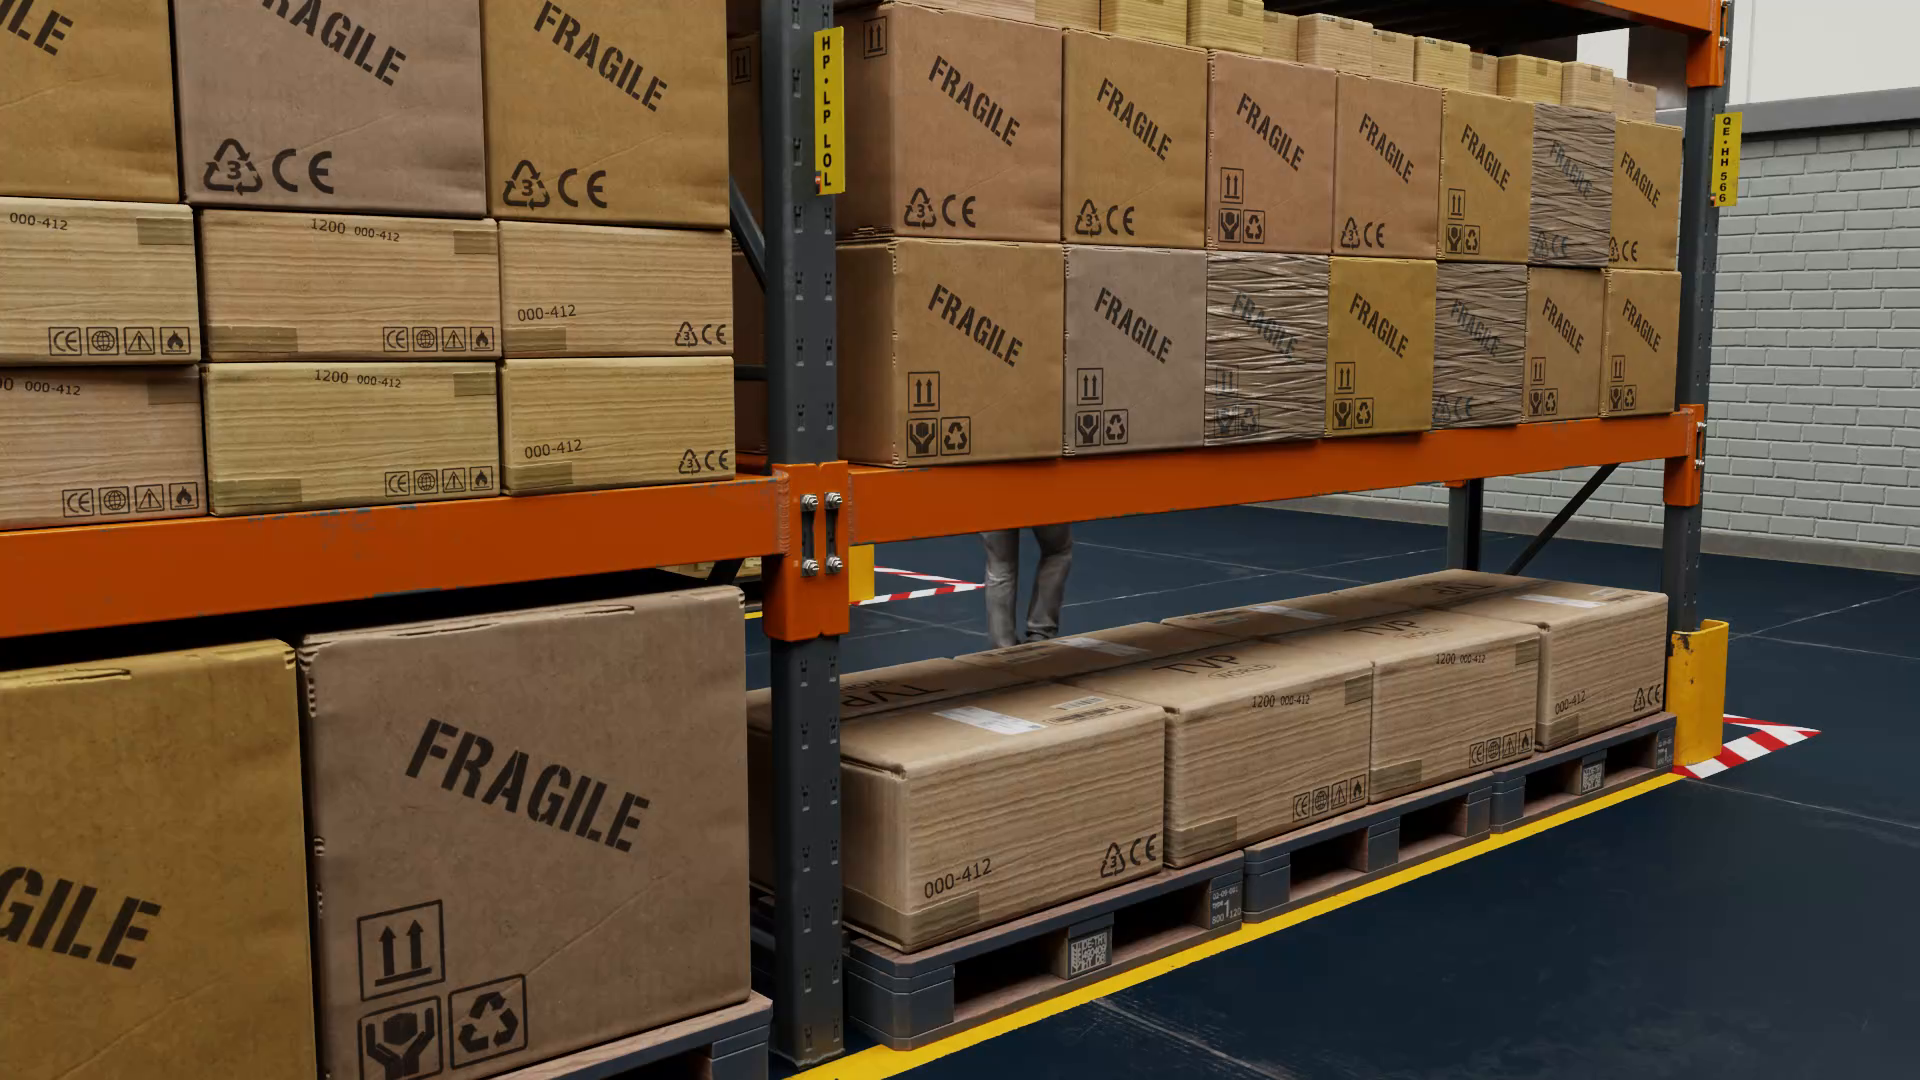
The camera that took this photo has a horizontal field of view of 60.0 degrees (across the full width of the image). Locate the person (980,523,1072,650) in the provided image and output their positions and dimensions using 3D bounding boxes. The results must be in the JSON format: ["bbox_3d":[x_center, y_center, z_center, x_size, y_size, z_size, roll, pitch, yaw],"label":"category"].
[{"bbox_3d":[0.277,-0.252,7.613,0.576,1.814,0.524,2,7,12],"label":"person"}]
